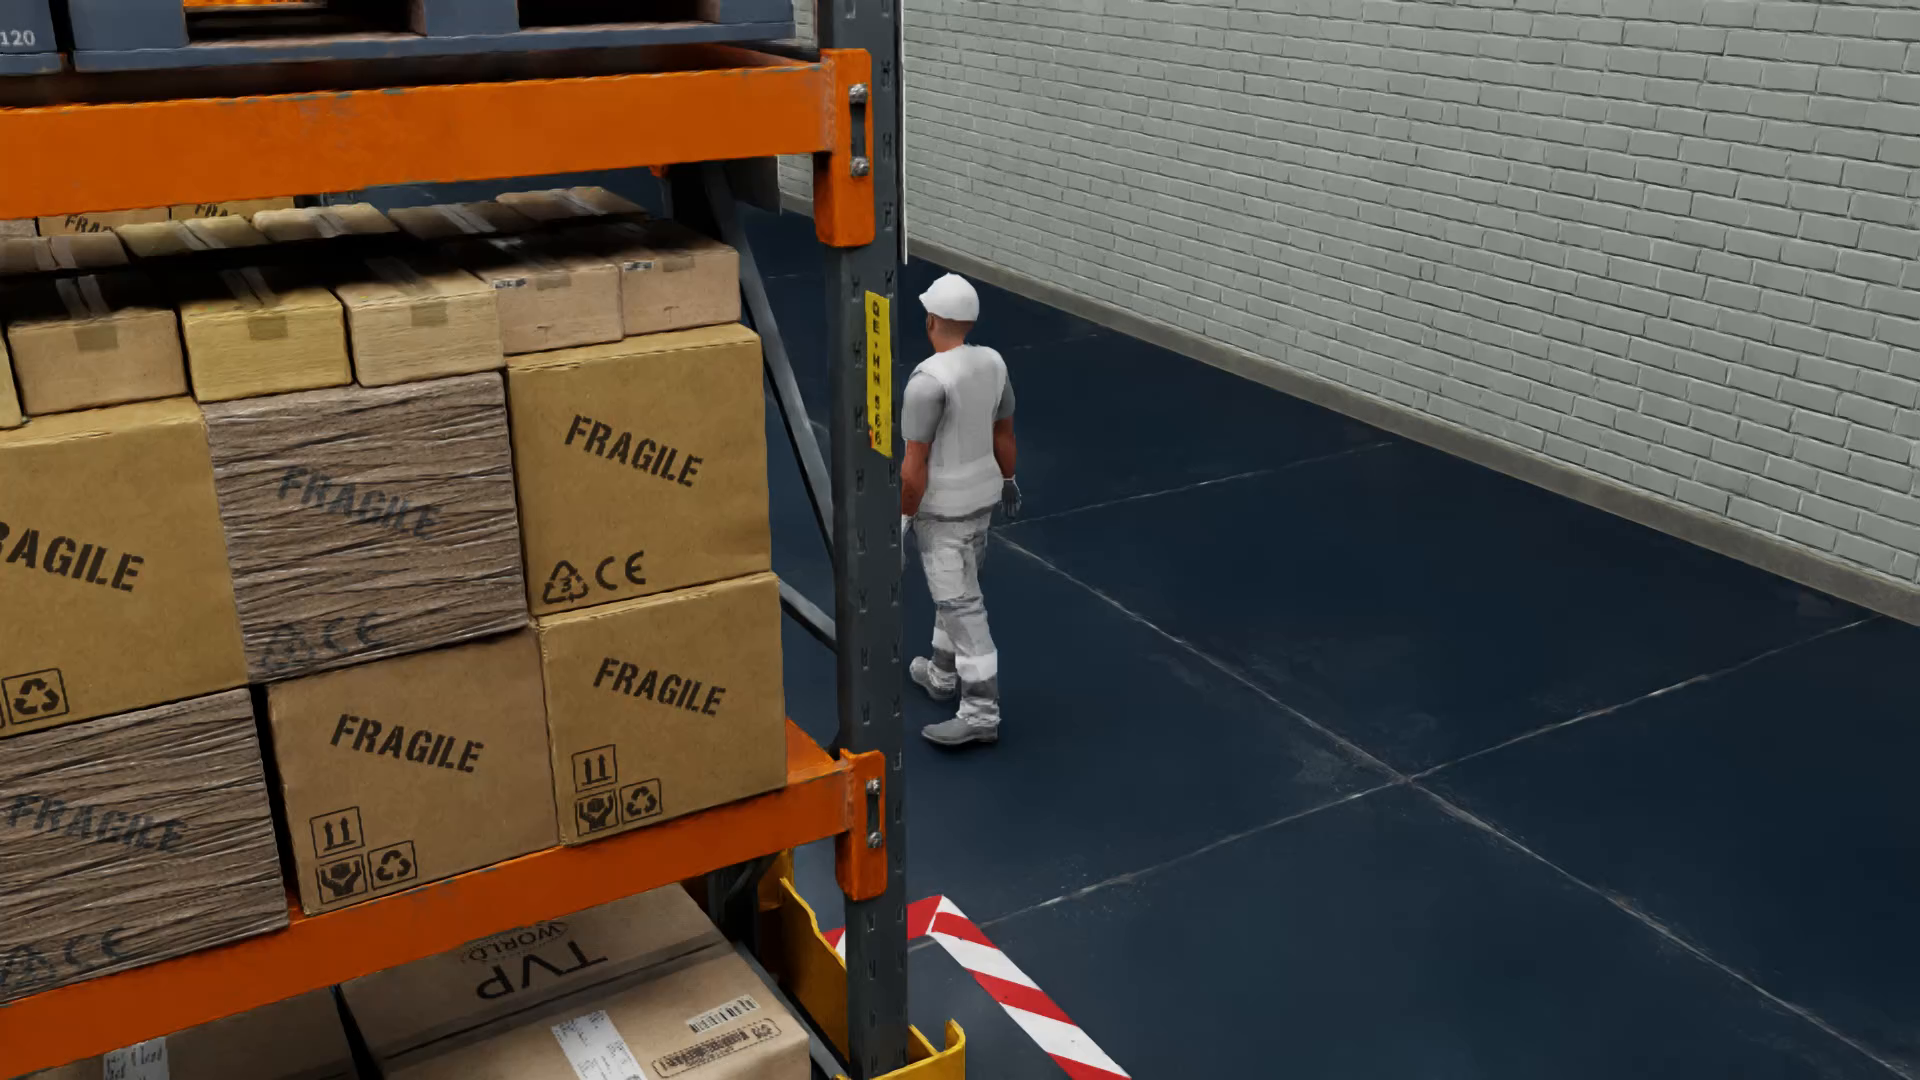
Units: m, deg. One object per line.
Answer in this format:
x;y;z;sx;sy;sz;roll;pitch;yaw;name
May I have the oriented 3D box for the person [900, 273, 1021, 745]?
-0.040;-0.142;6.399;0.638;1.789;0.693;15;26;33;person
